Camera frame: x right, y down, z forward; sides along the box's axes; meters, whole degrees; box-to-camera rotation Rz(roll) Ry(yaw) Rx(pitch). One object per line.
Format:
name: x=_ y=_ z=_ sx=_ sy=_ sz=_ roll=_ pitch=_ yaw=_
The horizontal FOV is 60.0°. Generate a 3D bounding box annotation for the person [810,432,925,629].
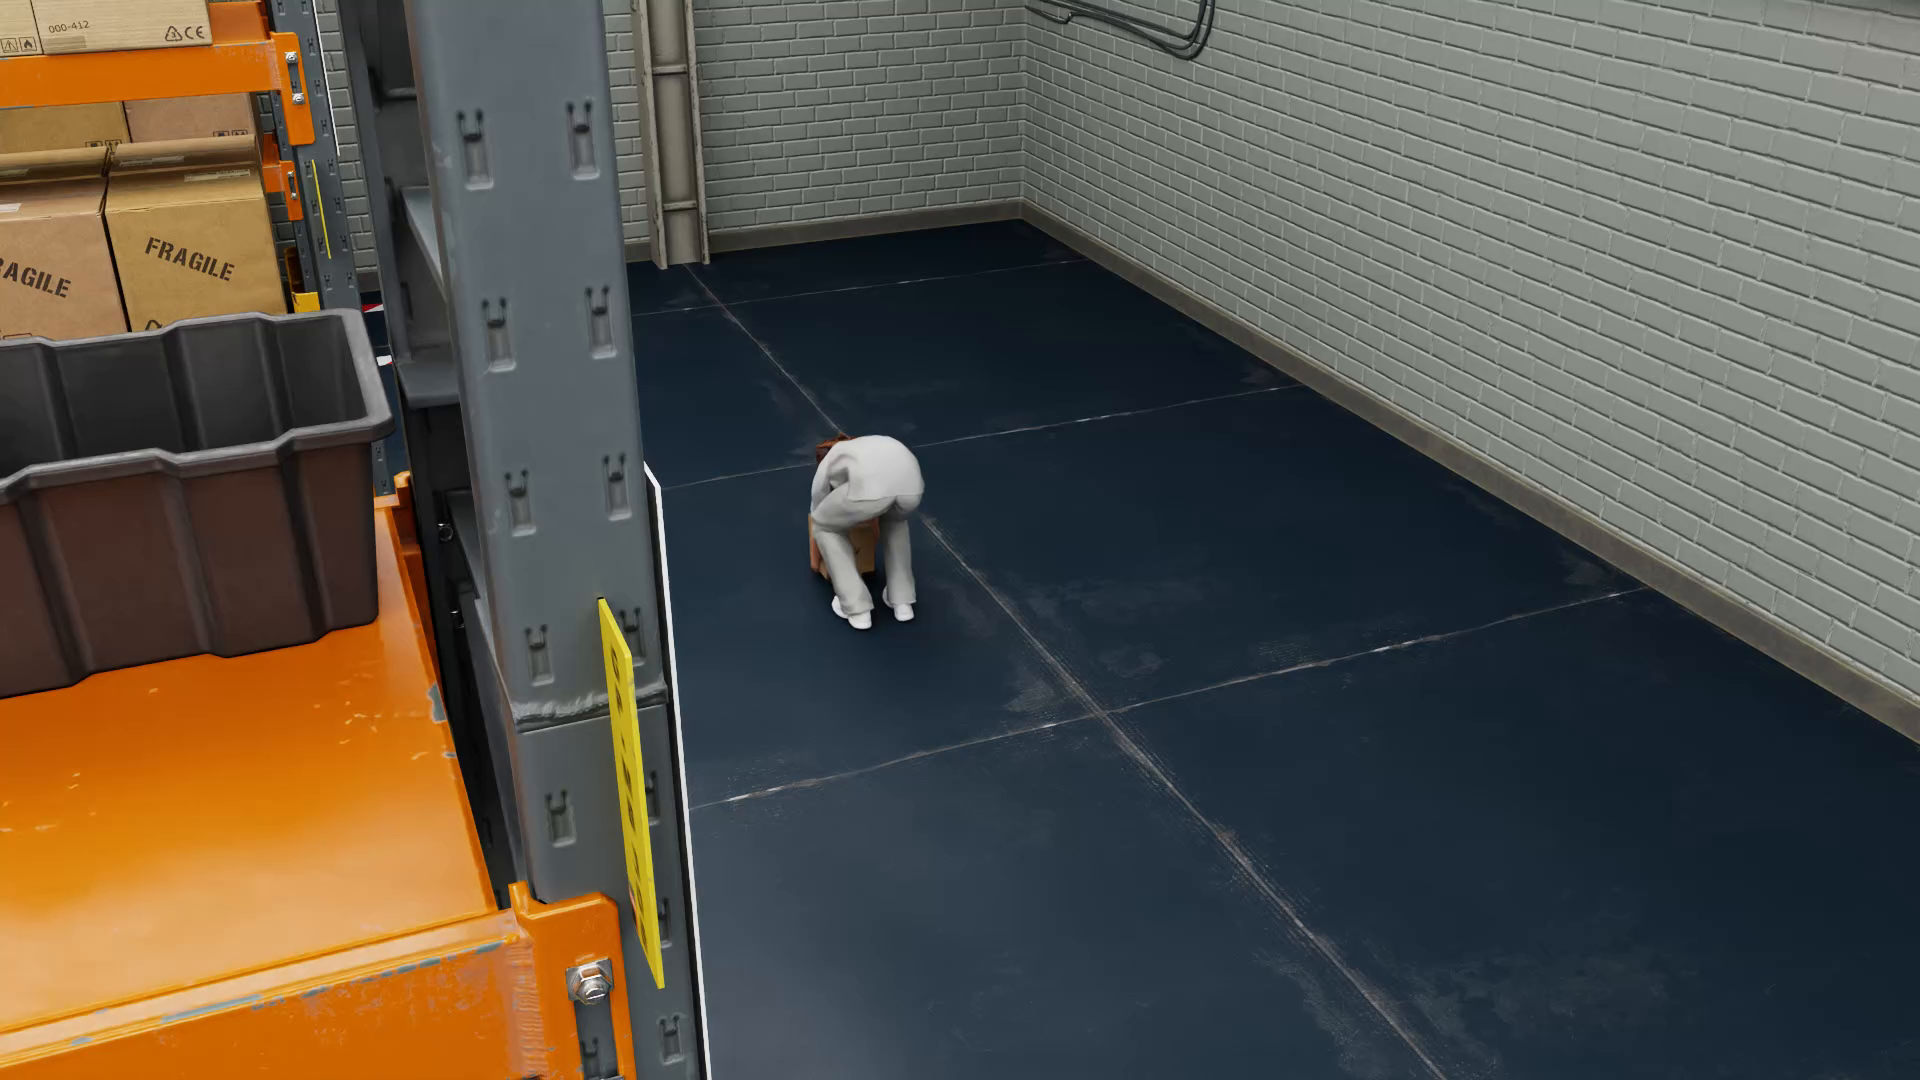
person: x=-0.465 y=-0.112 z=7.748 sx=0.472 sy=0.880 sz=0.849 roll=-12 pitch=28 yaw=-23
